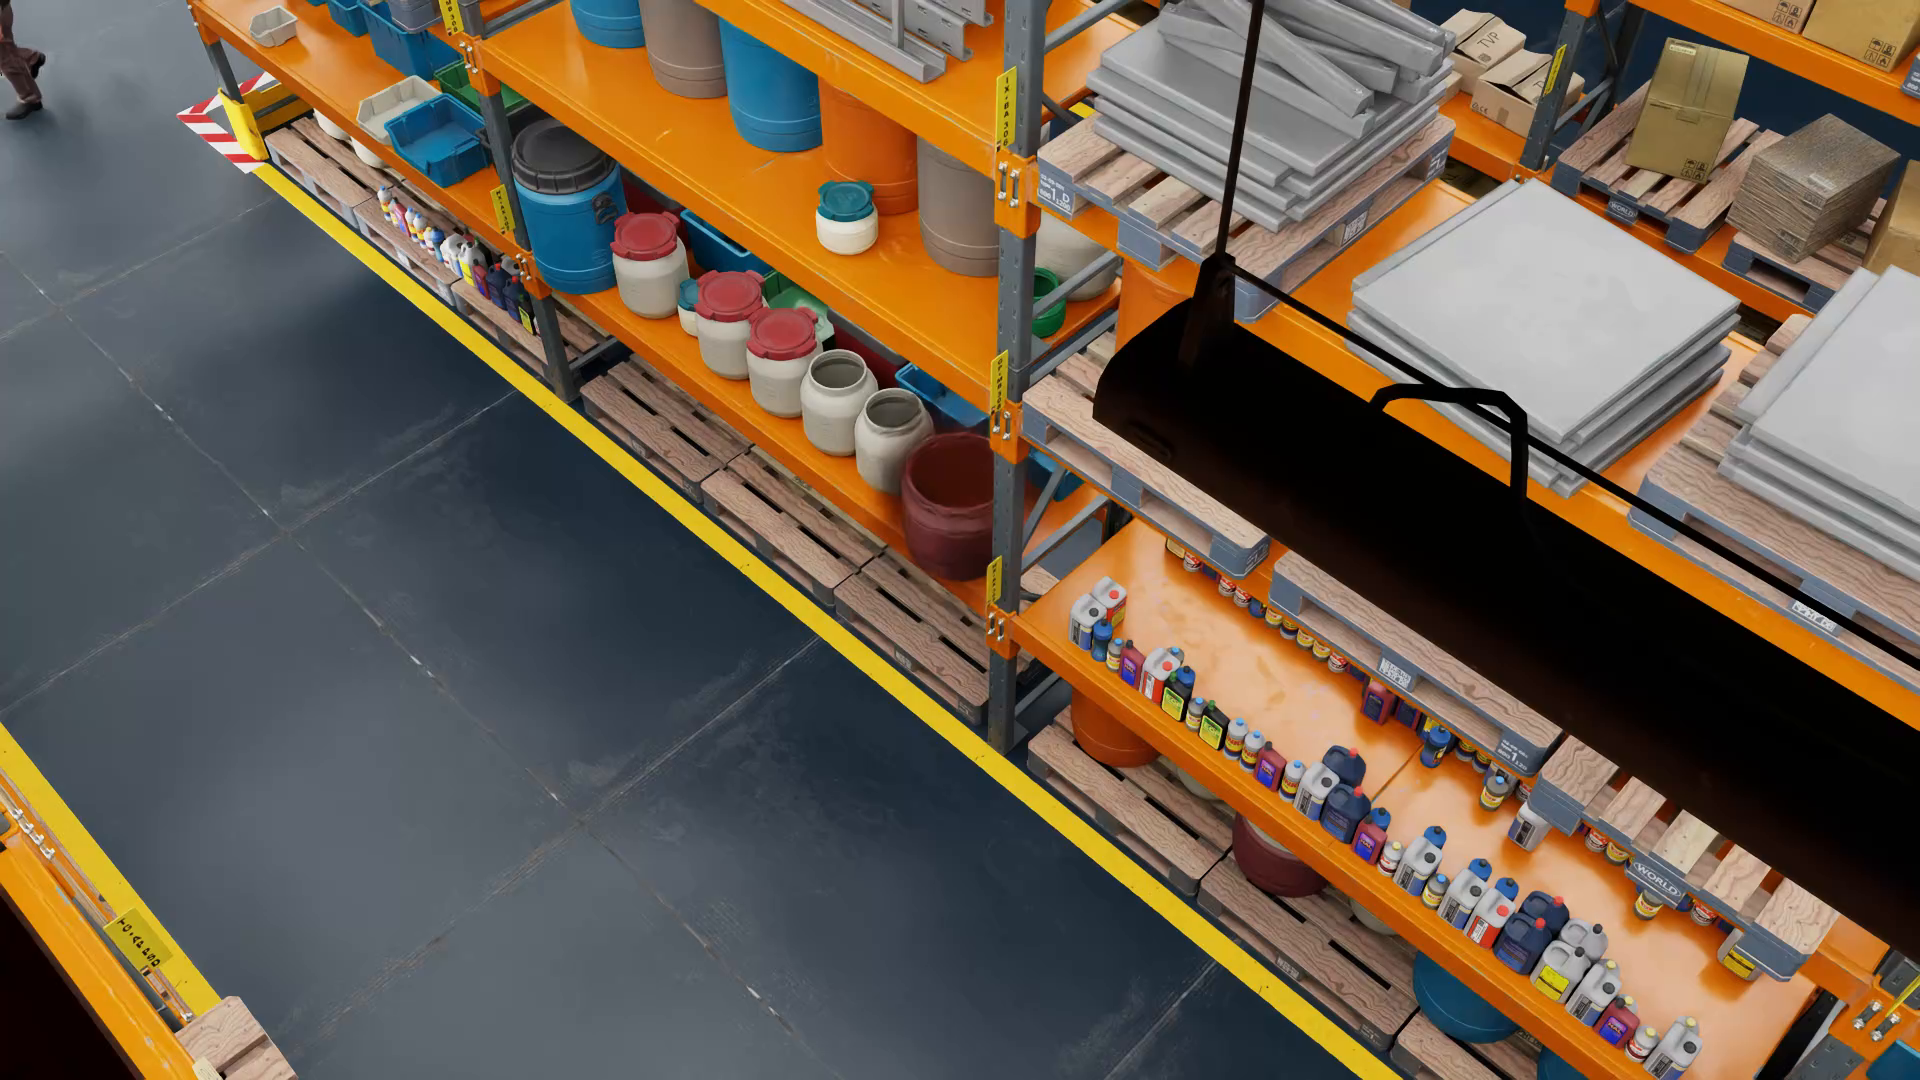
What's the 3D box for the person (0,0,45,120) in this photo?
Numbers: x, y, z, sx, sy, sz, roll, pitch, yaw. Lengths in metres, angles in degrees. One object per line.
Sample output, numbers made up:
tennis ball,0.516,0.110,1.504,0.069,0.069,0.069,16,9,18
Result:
person,-7.398,-4.038,12.632,0.552,1.713,0.532,30,56,23
